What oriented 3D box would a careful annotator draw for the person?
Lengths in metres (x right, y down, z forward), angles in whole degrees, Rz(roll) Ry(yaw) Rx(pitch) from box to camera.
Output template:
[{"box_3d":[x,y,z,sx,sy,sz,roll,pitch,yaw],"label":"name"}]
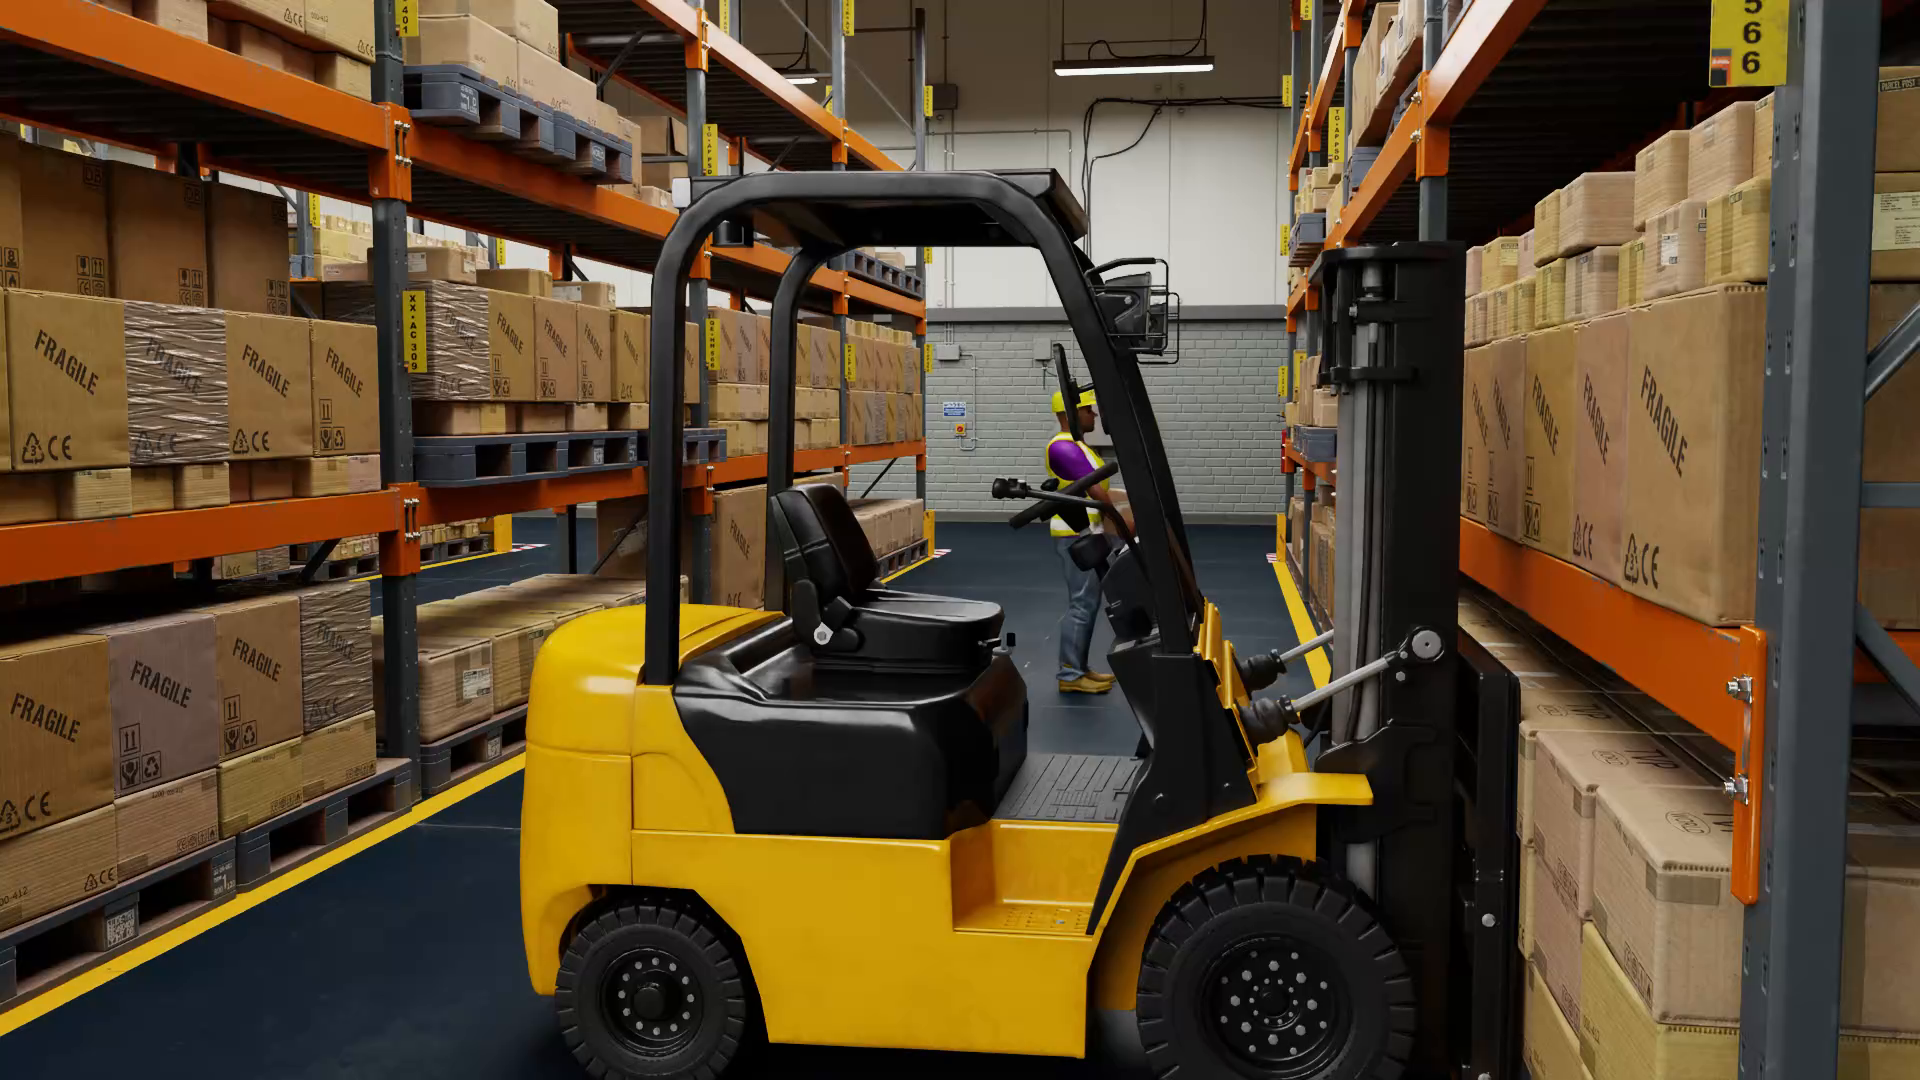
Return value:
[{"box_3d":[0.793,-0.010,9.660,0.574,1.760,0.504,1,5,10],"label":"person"}]
